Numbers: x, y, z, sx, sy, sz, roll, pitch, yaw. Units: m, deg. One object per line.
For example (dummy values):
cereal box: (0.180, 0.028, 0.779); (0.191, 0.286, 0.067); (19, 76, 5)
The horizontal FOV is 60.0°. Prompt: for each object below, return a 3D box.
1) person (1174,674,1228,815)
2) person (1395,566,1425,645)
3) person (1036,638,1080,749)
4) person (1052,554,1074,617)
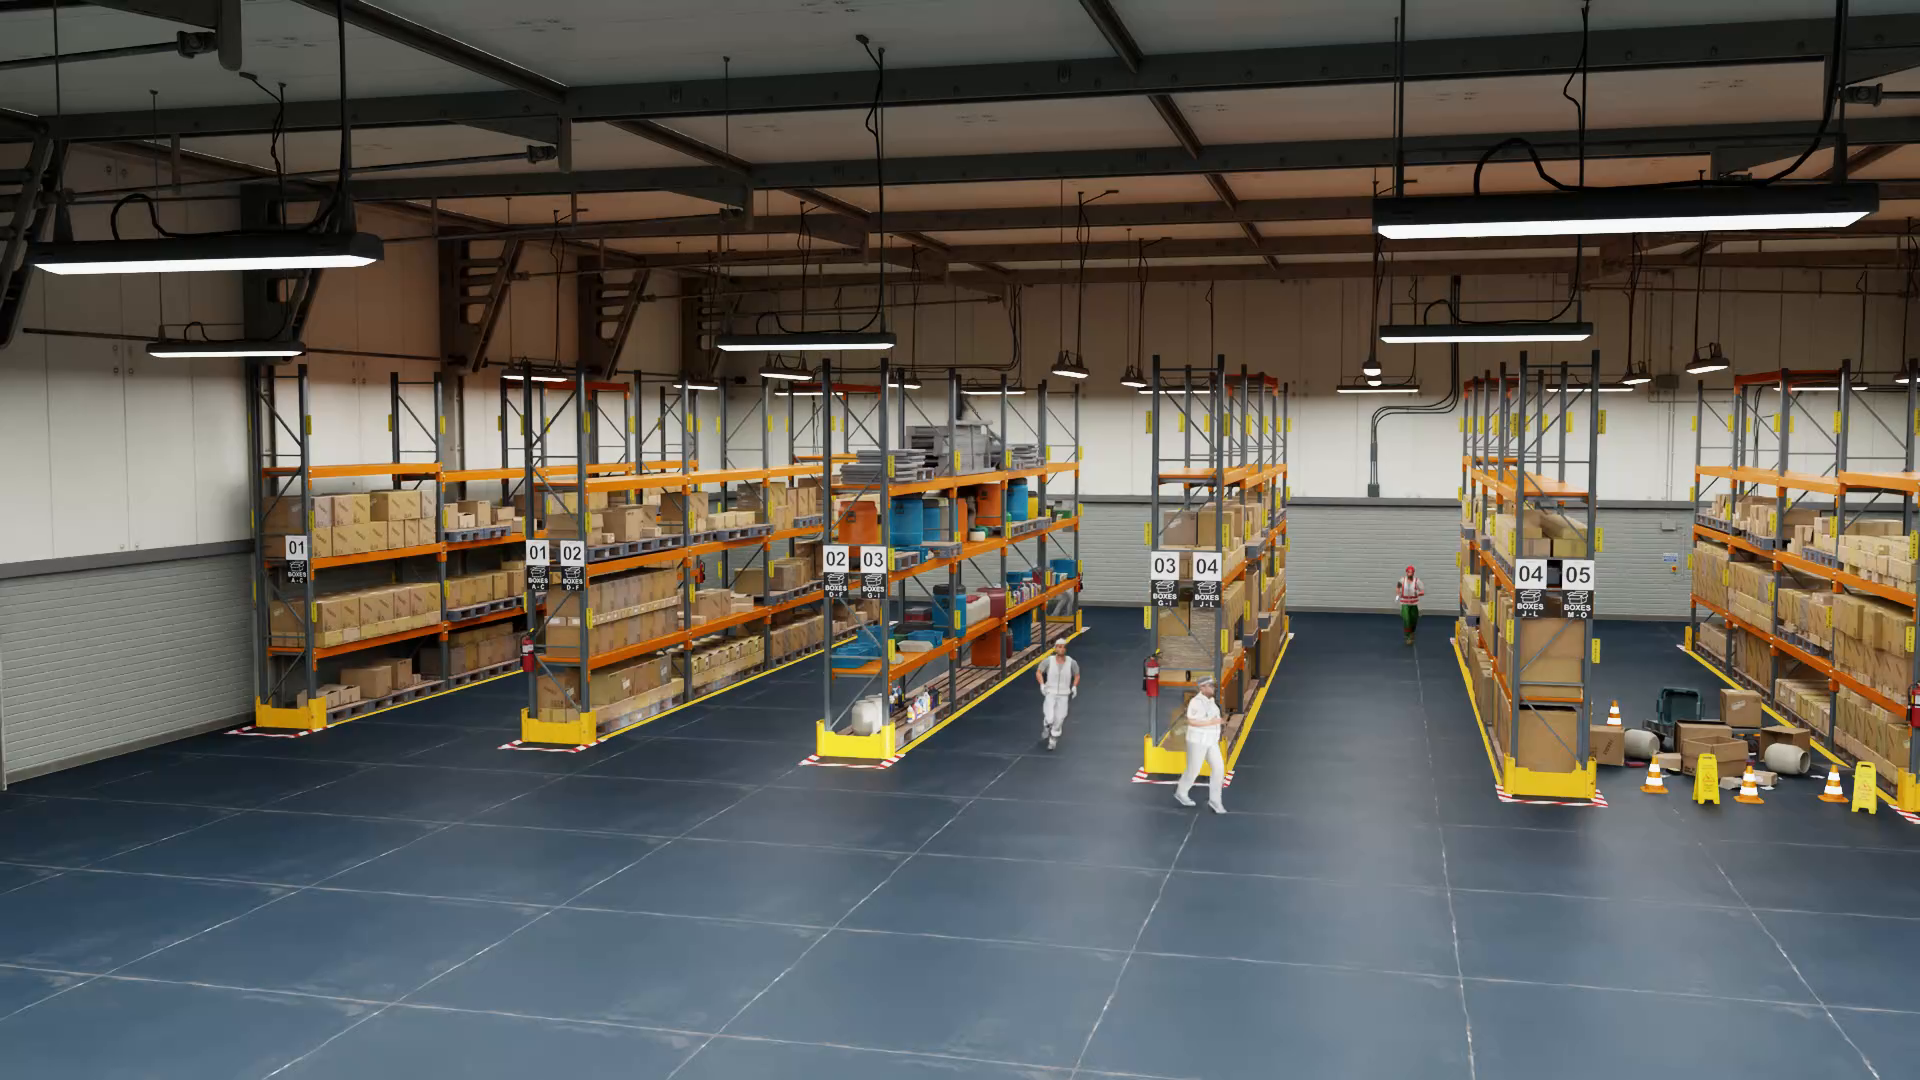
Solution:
person: (3.112, 2.650, 21.523); (0.803, 1.859, 0.627); (4, 6, 44)
person: (10.271, 1.470, 37.950); (0.658, 1.769, 0.972); (1, 4, 15)
person: (1.522, 2.378, 25.724); (0.681, 1.730, 0.564); (0, 4, 0)
person: (2.706, 1.234, 42.497); (0.743, 1.758, 0.556); (2, 4, 27)
